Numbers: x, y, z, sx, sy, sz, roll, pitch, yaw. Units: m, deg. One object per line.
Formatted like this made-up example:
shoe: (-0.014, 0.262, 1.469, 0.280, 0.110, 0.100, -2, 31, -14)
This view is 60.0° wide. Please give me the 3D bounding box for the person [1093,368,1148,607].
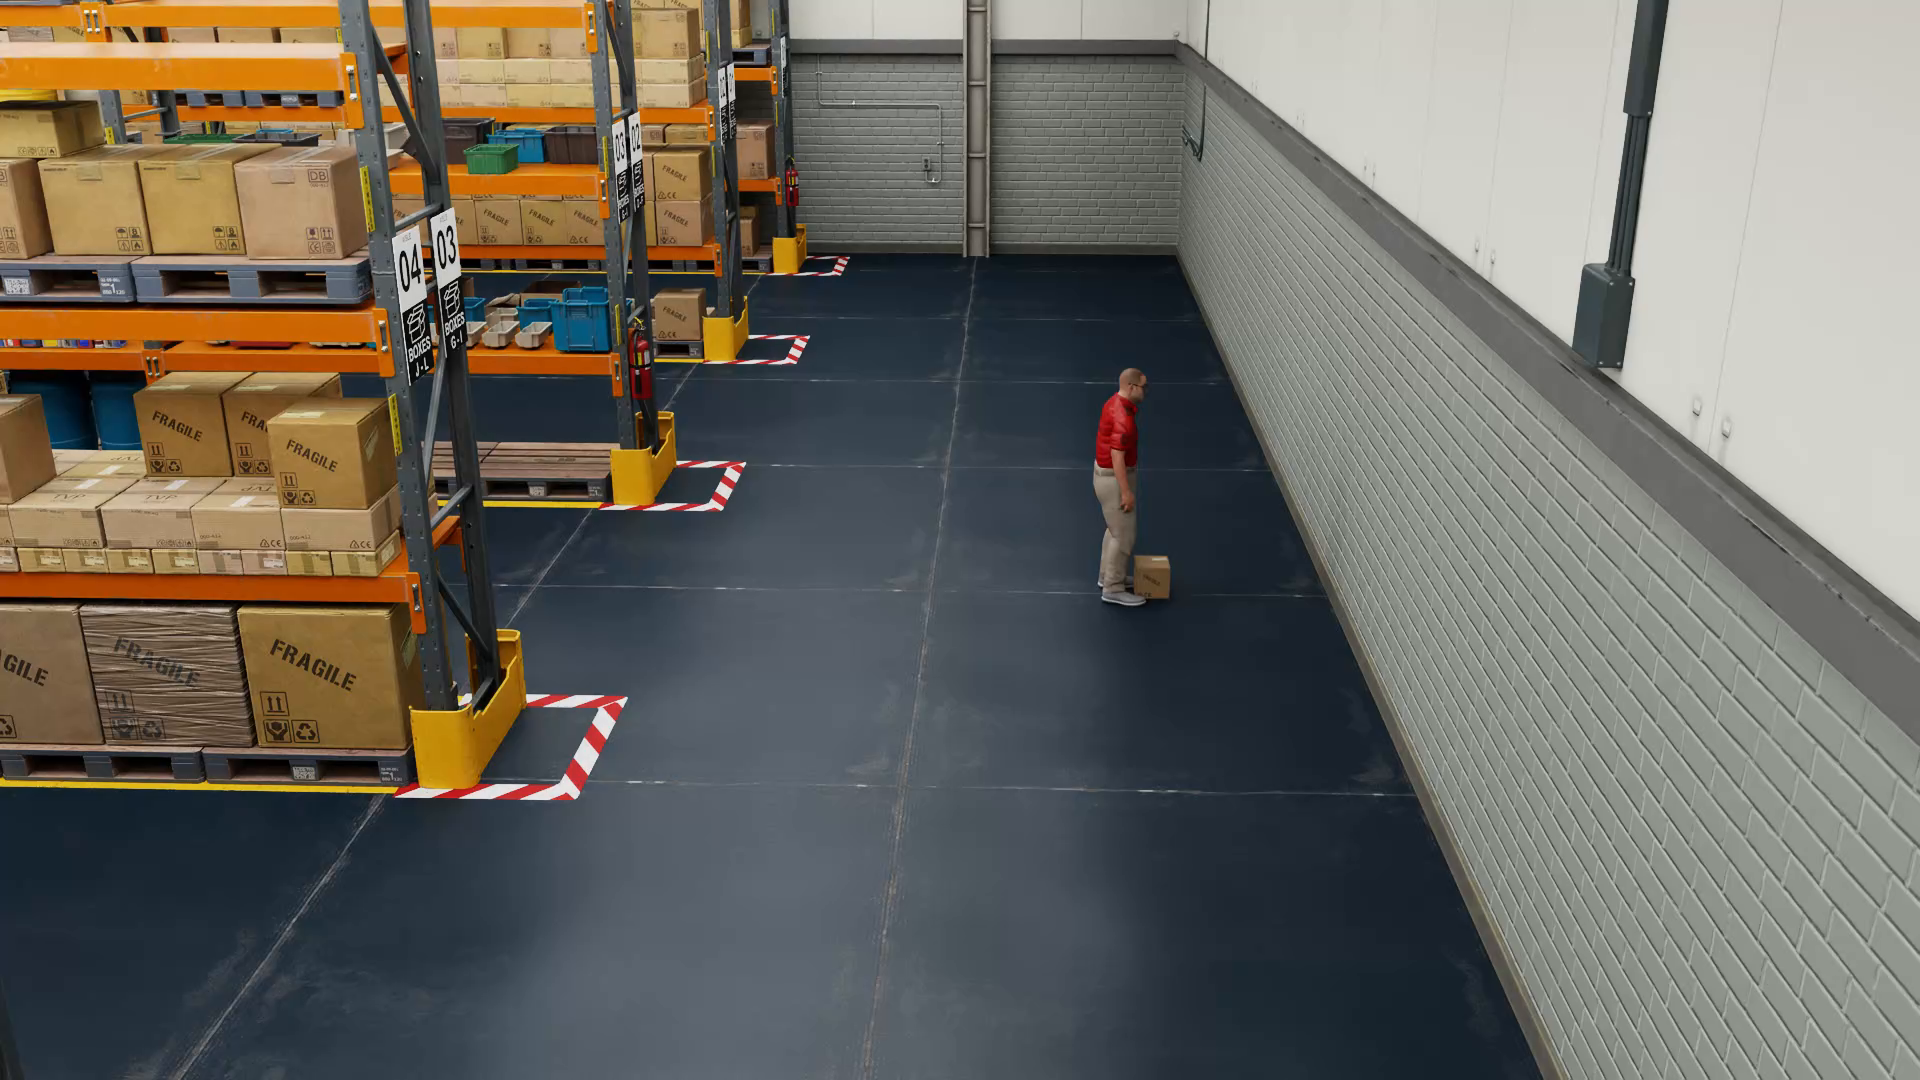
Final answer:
person: (1.178, -0.414, 12.200, 0.392, 1.725, 0.590, 0, 21, -1)
